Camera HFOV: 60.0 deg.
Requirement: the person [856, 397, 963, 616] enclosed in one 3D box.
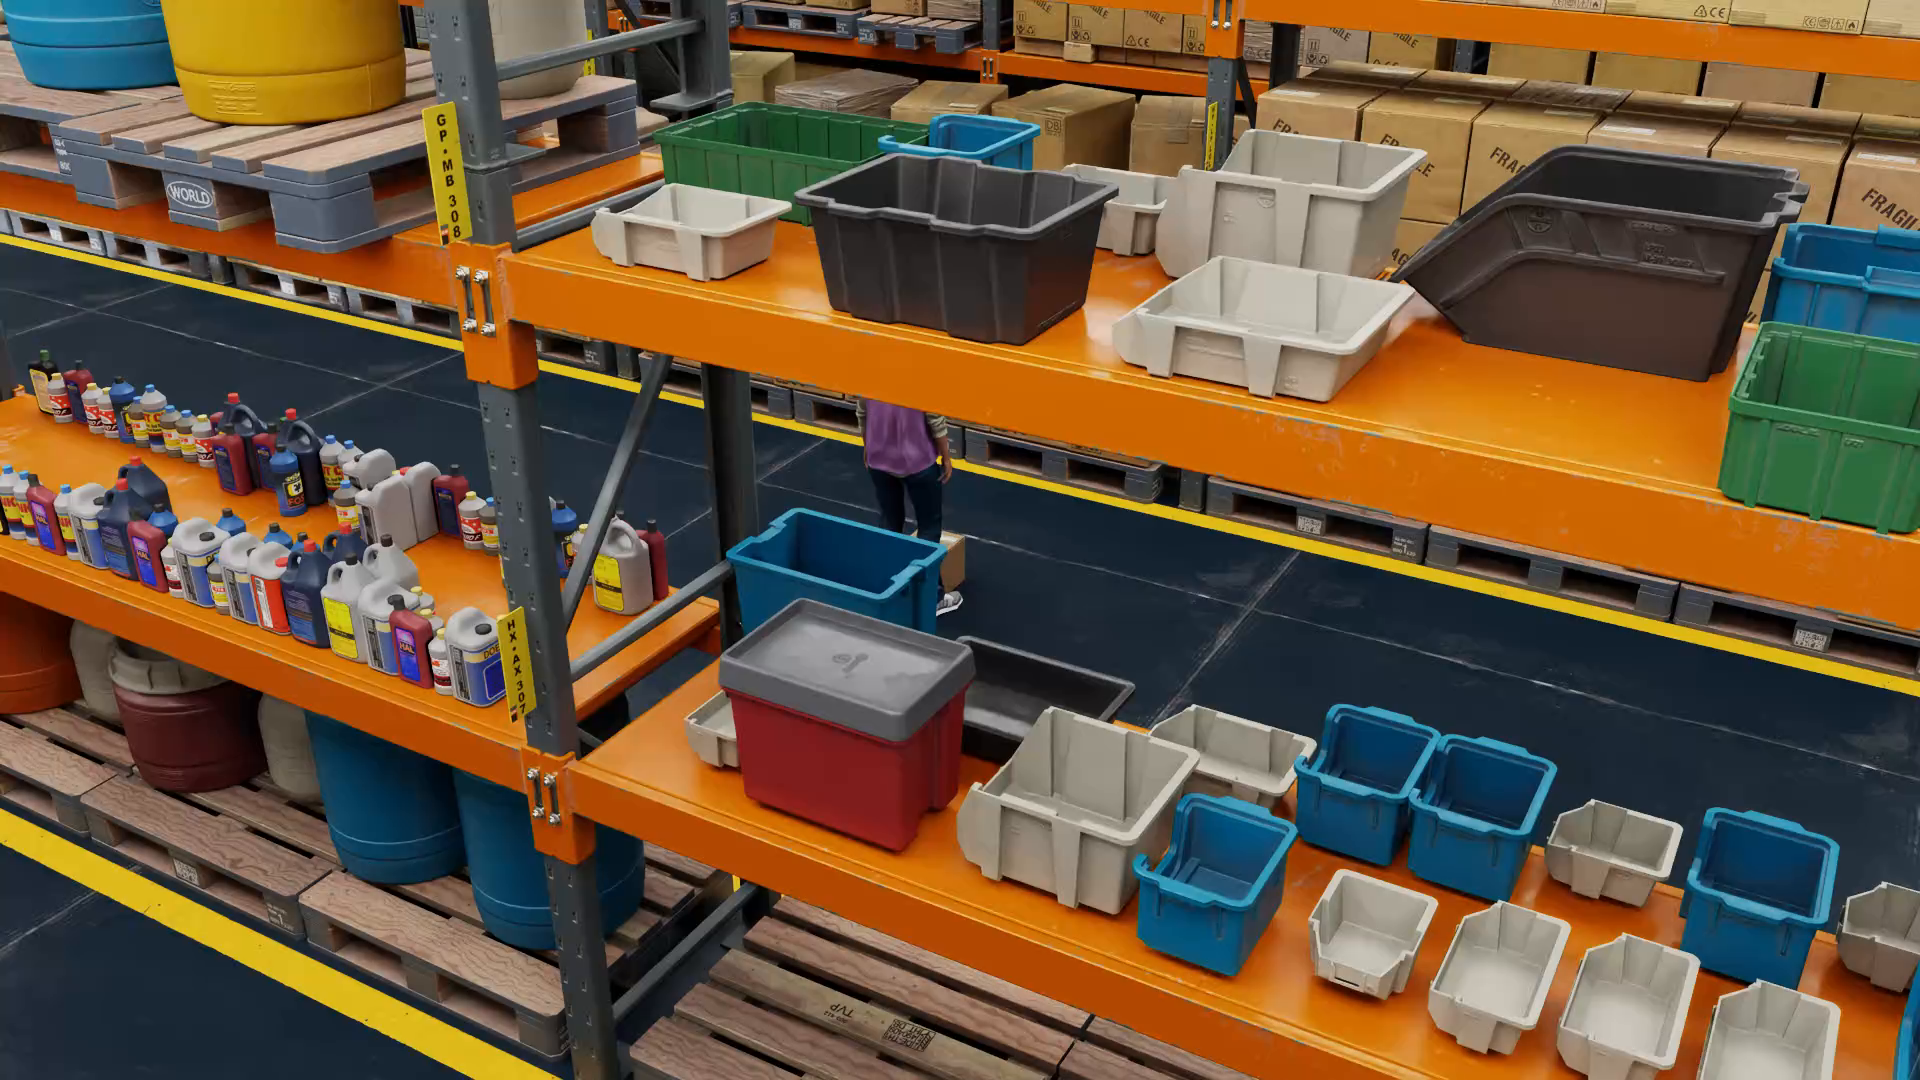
[{"bbox_3d":[-0.258,-0.388,7.891,0.485,1.593,0.342,13,30,23],"label":"person"}]
